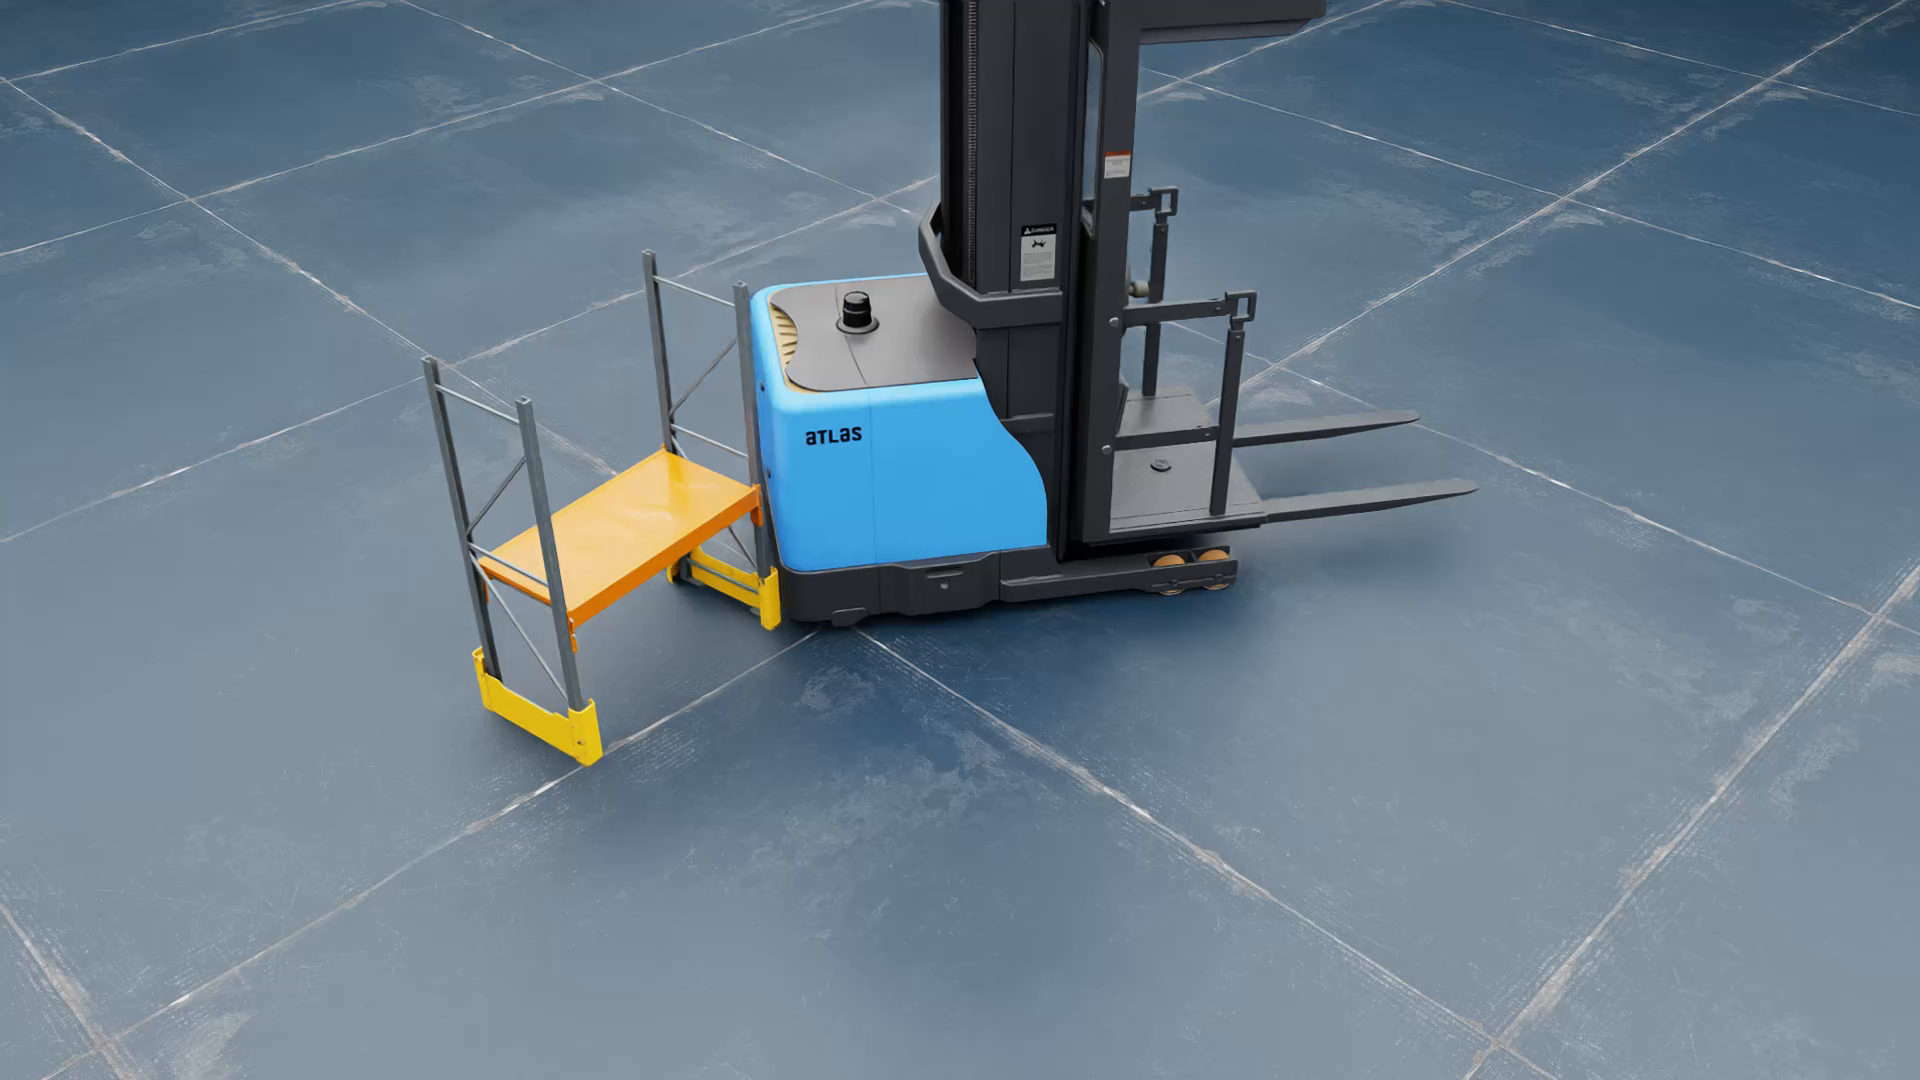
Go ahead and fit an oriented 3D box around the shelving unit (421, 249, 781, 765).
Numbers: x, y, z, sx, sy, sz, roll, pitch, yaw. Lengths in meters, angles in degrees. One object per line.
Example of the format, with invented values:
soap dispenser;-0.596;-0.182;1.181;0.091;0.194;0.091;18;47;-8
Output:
shelving unit;-1.274;-0.137;6.135;0.587;1.500;1.083;23;41;29

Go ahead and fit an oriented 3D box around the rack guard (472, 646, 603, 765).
rack guard;-1.567;0.606;6.162;0.587;0.250;0.087;23;41;29

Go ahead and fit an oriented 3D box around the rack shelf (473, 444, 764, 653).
rack shelf;-1.269;0.007;6.244;0.538;0.185;1.000;23;41;29

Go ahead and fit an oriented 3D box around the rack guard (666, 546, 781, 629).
rack guard;-0.981;0.145;6.823;0.587;0.250;0.087;23;41;29

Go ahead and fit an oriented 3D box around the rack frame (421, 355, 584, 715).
rack frame;-1.568;0.094;5.804;0.500;1.500;0.032;23;41;29

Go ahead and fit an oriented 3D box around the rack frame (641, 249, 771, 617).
rack frame;-0.970;-0.376;6.478;0.500;1.500;0.032;23;41;29

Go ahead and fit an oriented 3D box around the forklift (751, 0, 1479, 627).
forklift;0.693;-1.263;6.499;3.031;2.935;1.130;-6;35;-9
